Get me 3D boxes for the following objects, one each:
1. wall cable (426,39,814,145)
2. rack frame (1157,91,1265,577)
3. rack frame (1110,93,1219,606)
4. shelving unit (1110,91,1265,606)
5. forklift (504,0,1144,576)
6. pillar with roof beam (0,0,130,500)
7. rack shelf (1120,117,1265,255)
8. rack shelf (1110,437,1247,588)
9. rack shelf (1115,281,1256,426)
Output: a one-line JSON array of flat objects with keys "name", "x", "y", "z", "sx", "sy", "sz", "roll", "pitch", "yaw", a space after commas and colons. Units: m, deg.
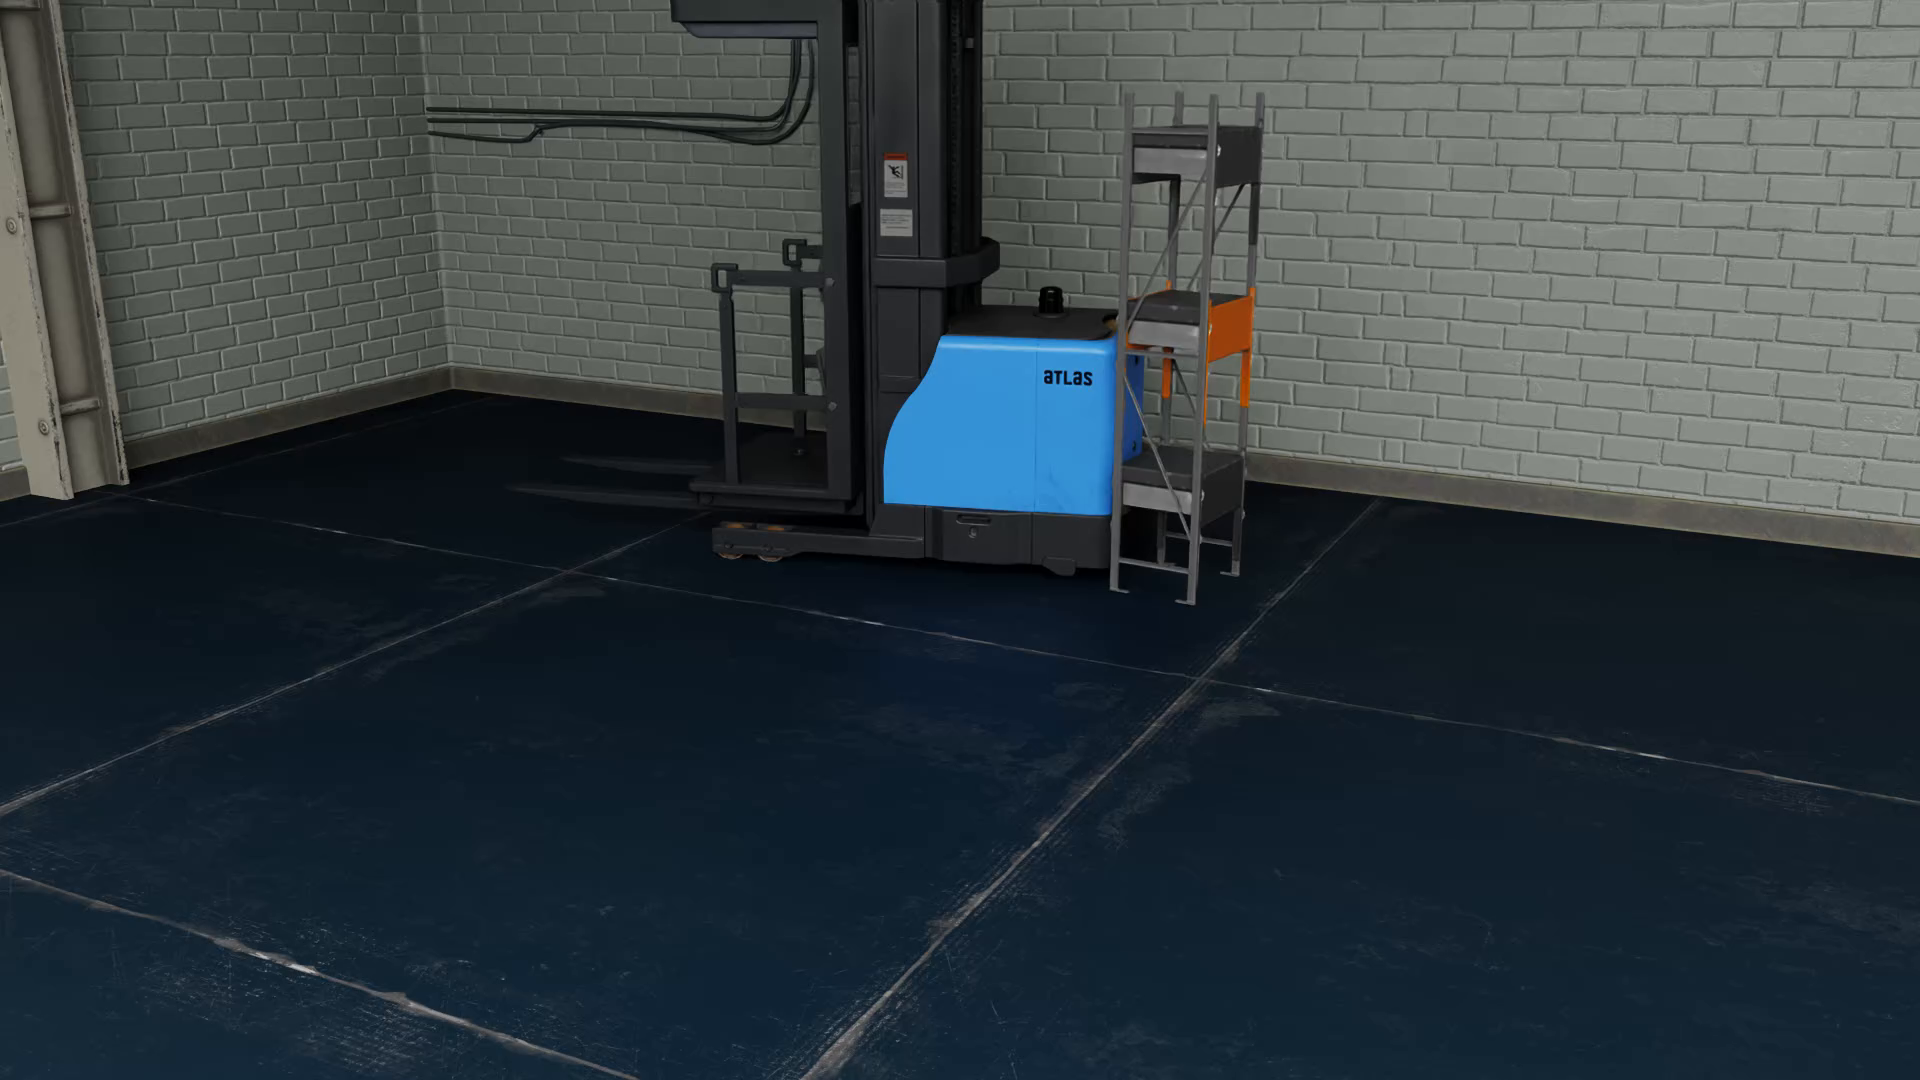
[{"name": "wall cable", "x": -2.248, "y": -3.687, "z": 10.087, "sx": 3.097, "sy": 2.526, "sz": 0.112, "roll": 8, "pitch": 18, "yaw": 25}, {"name": "rack frame", "x": 1.087, "y": -0.874, "z": 7.278, "sx": 0.400, "sy": 2.100, "sz": 0.015, "roll": 10, "pitch": 19, "yaw": 30}, {"name": "rack frame", "x": 0.833, "y": -0.760, "z": 6.877, "sx": 0.400, "sy": 2.100, "sz": 0.015, "roll": 10, "pitch": 19, "yaw": 30}, {"name": "shelving unit", "x": 0.960, "y": -0.817, "z": 7.077, "sx": 0.431, "sy": 2.100, "sz": 0.503, "roll": 10, "pitch": 19, "yaw": 30}, {"name": "forklift", "x": -0.674, "y": -1.443, "z": 7.735, "sx": 3.031, "sy": 2.935, "sz": 1.130, "roll": 4, "pitch": 17, "yaw": 12}, {"name": "pillar with roof beam", "x": -0.896, "y": -4.046, "z": 5.841, "sx": 9.100, "sy": 9.000, "sz": 0.400, "roll": 8, "pitch": 18, "yaw": 25}, {"name": "rack shelf", "x": 0.963, "y": -1.477, "z": 6.888, "sx": 0.431, "sy": 0.518, "sz": 0.480, "roll": 10, "pitch": 19, "yaw": 30}, {"name": "rack shelf", "x": 0.956, "y": -0.131, "z": 7.274, "sx": 0.431, "sy": 0.518, "sz": 0.480, "roll": 10, "pitch": 19, "yaw": 30}, {"name": "rack shelf", "x": 0.960, "y": -0.804, "z": 7.081, "sx": 0.431, "sy": 0.518, "sz": 0.480, "roll": 10, "pitch": 19, "yaw": 30}]
